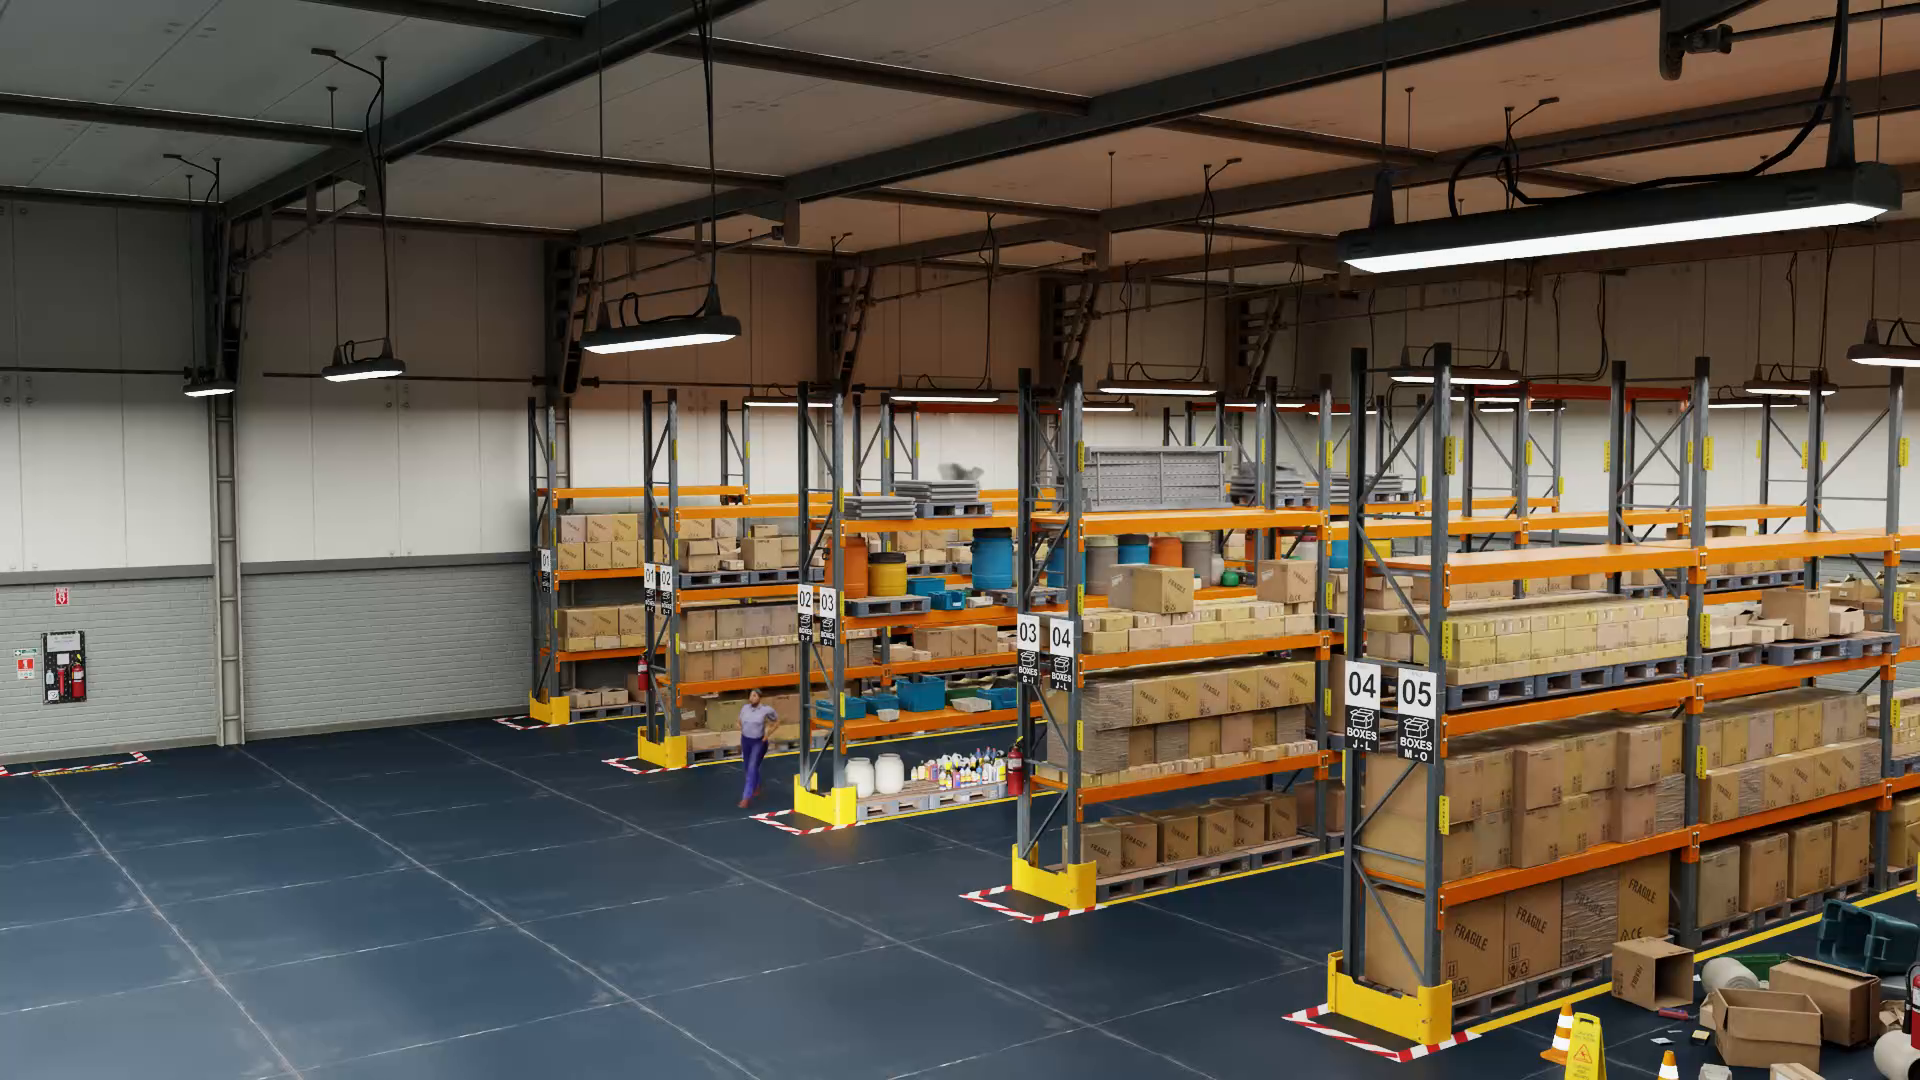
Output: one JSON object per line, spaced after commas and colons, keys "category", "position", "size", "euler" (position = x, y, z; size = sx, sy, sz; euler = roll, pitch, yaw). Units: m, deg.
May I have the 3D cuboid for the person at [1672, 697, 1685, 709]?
{"category": "person", "position": [10.231, 2.933, 23.400], "size": [0.831, 1.721, 0.566], "euler": [-3, 5, -42]}

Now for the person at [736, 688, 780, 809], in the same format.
{"category": "person", "position": [-2.908, 2.947, 23.748], "size": [0.613, 1.680, 0.844], "euler": [1, 4, 24]}
